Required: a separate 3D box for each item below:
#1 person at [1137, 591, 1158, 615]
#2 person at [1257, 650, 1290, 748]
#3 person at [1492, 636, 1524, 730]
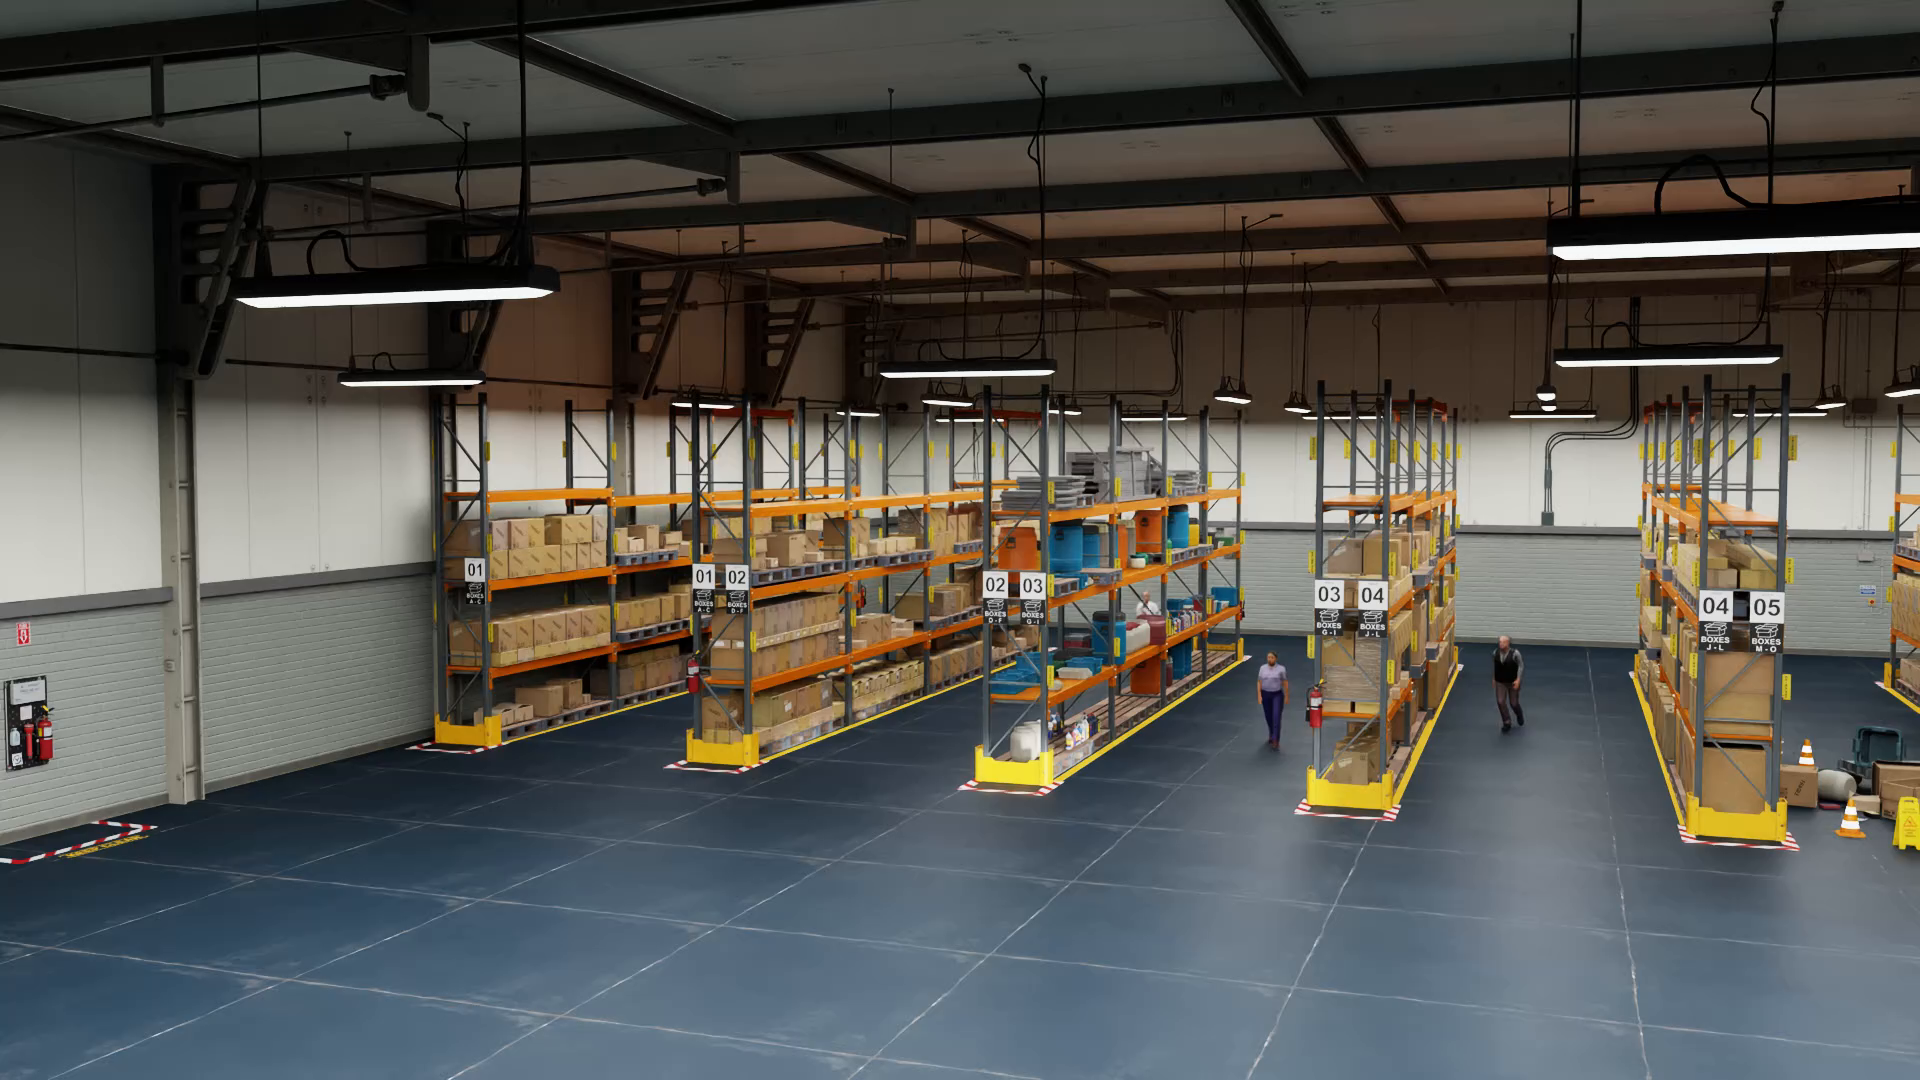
[{"bbox_3d":[4.311,2.053,38.677,0.608,1.717,1.102,1,3,22],"label":"person"},{"bbox_3d":[5.282,2.687,28.193,0.514,1.577,0.922,2,3,29],"label":"person"},{"bbox_3d":[9.927,2.561,30.043,0.598,1.695,0.656,2,4,37],"label":"person"}]
